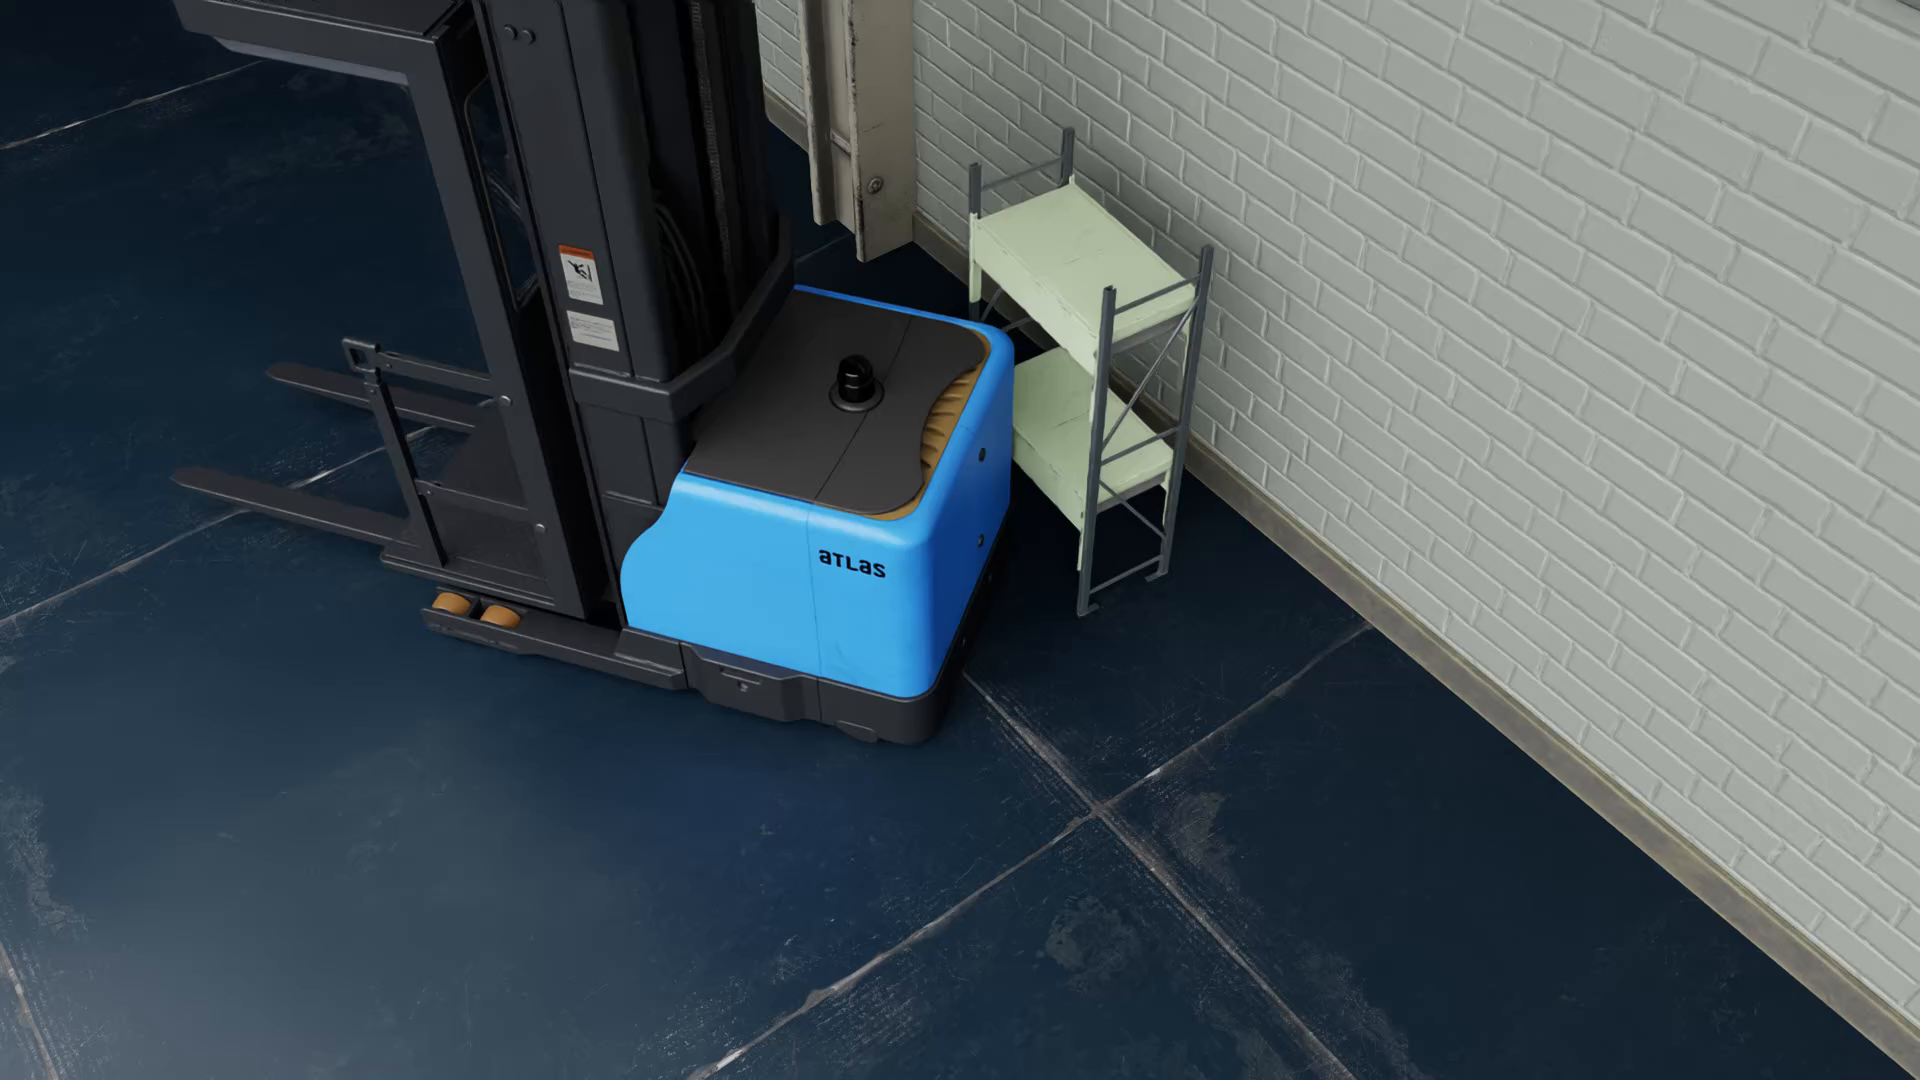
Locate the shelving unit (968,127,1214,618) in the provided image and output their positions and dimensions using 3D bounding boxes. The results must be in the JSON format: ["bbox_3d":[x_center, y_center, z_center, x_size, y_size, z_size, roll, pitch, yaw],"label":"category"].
[{"bbox_3d":[0.398,-0.538,5.725,0.431,1.500,0.755,-25,53,-21],"label":"shelving unit"}]

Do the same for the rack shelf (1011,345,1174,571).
[{"bbox_3d":[0.398,-0.319,5.967,0.431,0.370,0.720,-25,53,-21],"label":"rack shelf"}]

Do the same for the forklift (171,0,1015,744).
[{"bbox_3d":[-1.382,-0.952,5.134,3.031,2.935,1.130,14,49,12],"label":"forklift"}]

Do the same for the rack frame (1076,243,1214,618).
[{"bbox_3d":[0.595,-0.310,5.518,0.400,1.500,0.023,-25,53,-21],"label":"rack frame"}]

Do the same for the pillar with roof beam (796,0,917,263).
[{"bbox_3d":[-3.852,-2.502,2.444,9.100,9.000,0.400,-29,54,-24],"label":"pillar with roof beam"}]

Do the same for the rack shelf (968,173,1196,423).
[{"bbox_3d":[0.398,-0.801,5.436,0.431,0.370,0.720,-25,53,-21],"label":"rack shelf"}]

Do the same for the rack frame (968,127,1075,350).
[{"bbox_3d":[0.201,-0.767,5.933,0.400,1.500,0.023,-25,53,-21],"label":"rack frame"}]
